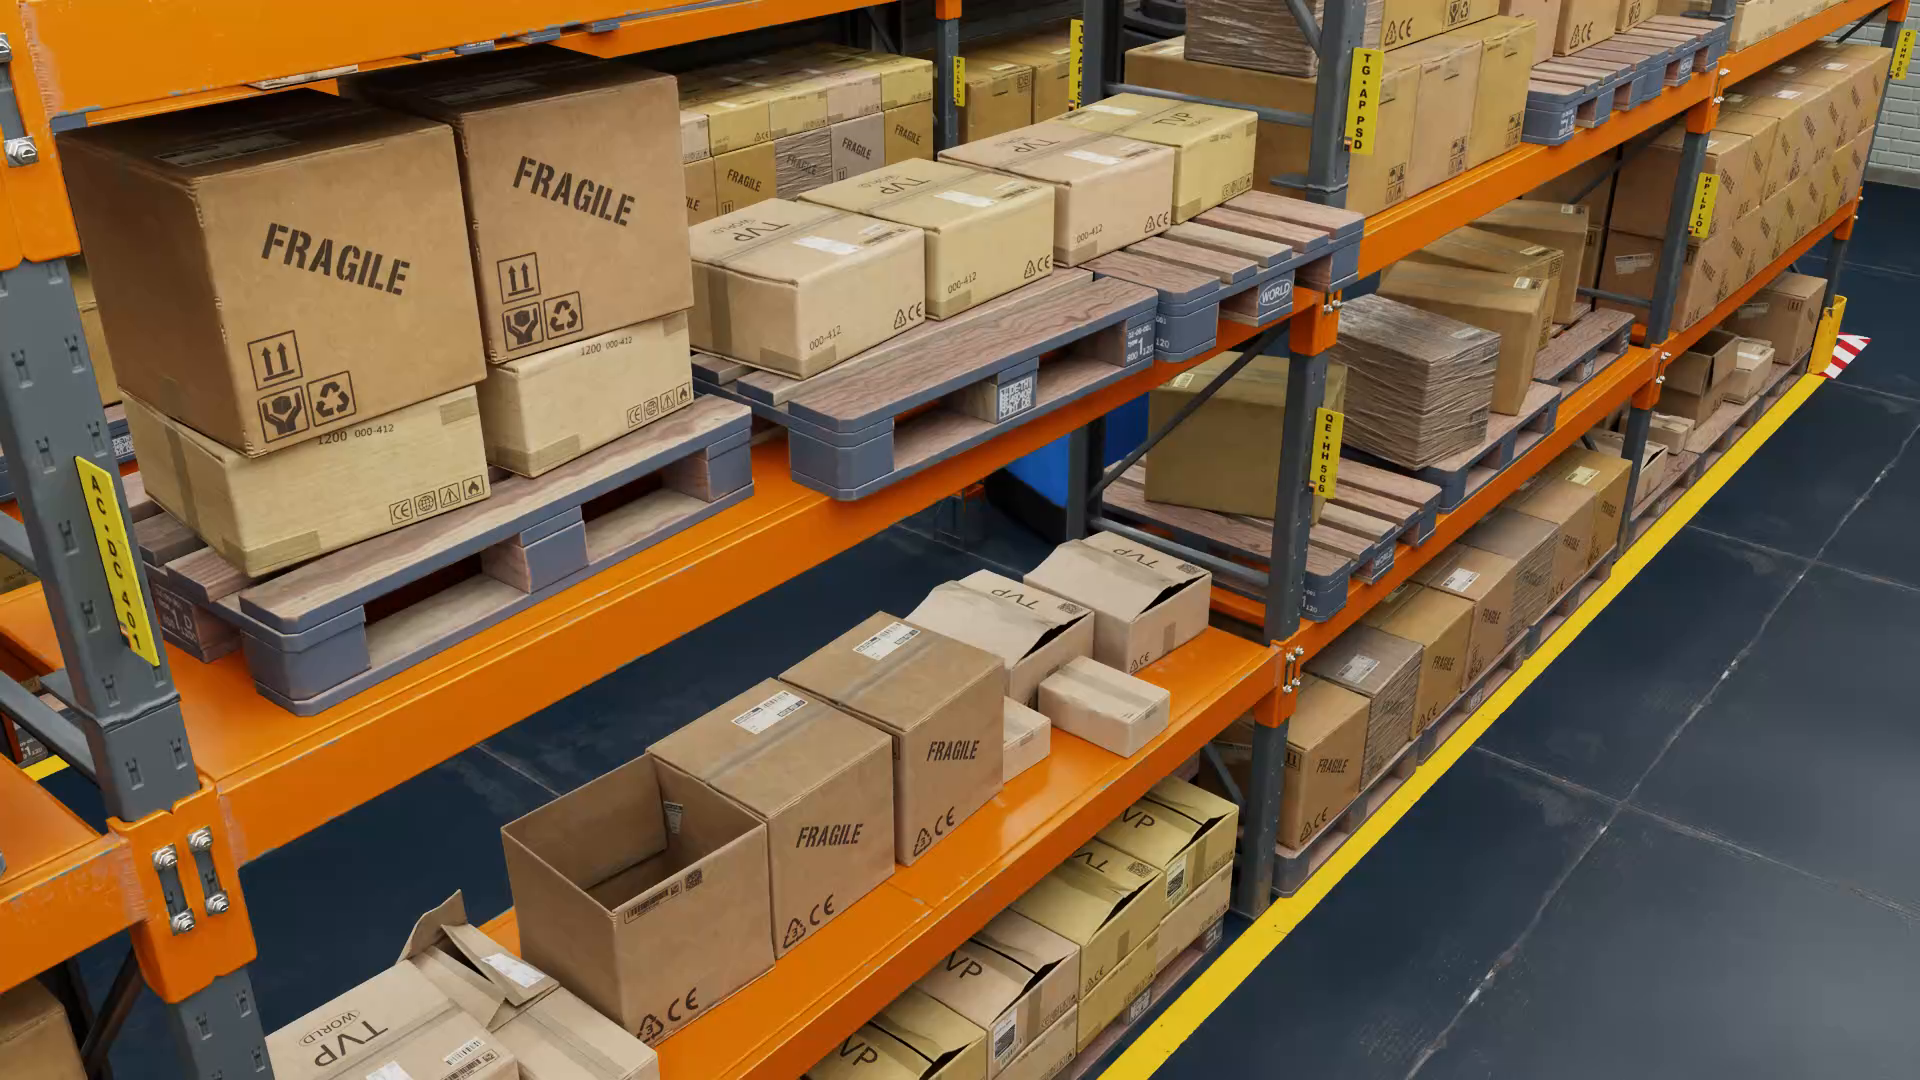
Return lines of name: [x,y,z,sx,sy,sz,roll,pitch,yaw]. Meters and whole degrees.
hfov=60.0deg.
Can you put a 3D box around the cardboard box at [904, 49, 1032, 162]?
cardboard box: [-0.076,-3.133,12.215,0.980,0.700,0.700,21,34,35]

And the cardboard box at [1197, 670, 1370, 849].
cardboard box: [1.357,0.889,7.008,0.500,0.500,0.500,22,35,36]

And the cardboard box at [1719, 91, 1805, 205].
cardboard box: [4.564,-2.304,9.743,0.500,0.500,0.500,20,33,33]

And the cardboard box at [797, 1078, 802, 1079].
cardboard box: [-0.591,1.823,4.887,0.500,0.311,0.500,19,33,33]

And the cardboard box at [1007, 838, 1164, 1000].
cardboard box: [0.379,1.282,5.933,0.500,0.311,0.500,20,34,34]

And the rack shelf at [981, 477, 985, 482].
rack shelf: [-0.009,-0.382,9.540,0.258,0.103,0.180,21,34,34]

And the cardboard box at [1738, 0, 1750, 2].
cardboard box: [3.893,-2.953,8.549,0.500,0.250,0.500,21,34,34]

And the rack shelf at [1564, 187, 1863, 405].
rack shelf: [4.664,-1.755,10.662,1.077,0.370,4.000,21,34,34]

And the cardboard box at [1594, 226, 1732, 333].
cardboard box: [3.926,-1.511,9.298,0.500,0.500,0.500,22,34,36]

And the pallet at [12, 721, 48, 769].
pallet: [-5.028,0.986,7.614,1.003,0.211,1.213,21,34,34]

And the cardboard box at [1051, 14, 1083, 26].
cardboard box: [1.340,-3.919,13.734,0.980,0.700,0.700,20,34,34]

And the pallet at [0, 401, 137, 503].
pallet: [-4.205,-0.595,7.844,1.003,0.211,1.213,21,34,34]

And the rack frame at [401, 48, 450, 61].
rack frame: [-2.978,-1.394,9.180,1.000,3.000,0.127,21,34,34]

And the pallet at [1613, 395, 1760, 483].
pallet: [4.605,-0.805,11.076,1.003,0.211,1.213,21,34,34]

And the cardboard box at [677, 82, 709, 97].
cardboard box: [-1.905,-2.693,10.421,0.500,0.250,0.500,20,33,33]

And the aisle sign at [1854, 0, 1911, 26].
aisle sign: [6.216,-3.873,11.143,0.394,0.787,0.004,21,34,34]

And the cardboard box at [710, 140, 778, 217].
cardboard box: [-1.489,-2.222,10.327,0.500,0.500,0.500,22,34,36]

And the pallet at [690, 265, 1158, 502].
pallet: [-0.224,-0.532,4.455,1.003,0.211,1.213,23,35,37]

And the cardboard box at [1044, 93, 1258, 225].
cardboard box: [0.602,-1.222,5.290,0.500,0.250,0.500,18,32,31]

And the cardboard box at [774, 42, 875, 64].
cardboard box: [-0.927,-3.244,11.485,0.500,0.250,0.500,22,35,36]

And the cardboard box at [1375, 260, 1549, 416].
cardboard box: [2.315,-0.952,7.760,0.700,0.500,0.500,12,30,22]

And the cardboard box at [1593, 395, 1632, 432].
cardboard box: [4.012,-0.918,10.707,0.500,0.311,0.500,21,34,34]

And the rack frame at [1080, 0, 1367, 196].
rack frame: [0.847,-2.612,5.006,1.000,3.000,0.127,21,34,34]

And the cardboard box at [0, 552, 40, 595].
cardboard box: [-4.461,-0.003,7.916,0.500,0.250,0.500,20,33,33]

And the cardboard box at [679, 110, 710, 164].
cardboard box: [-1.834,-2.367,9.791,0.500,0.250,0.500,21,34,35]

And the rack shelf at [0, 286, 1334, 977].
rack shelf: [-0.425,-0.251,4.489,1.077,0.370,4.000,21,34,34]

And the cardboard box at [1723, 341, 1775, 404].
cardboard box: [5.153,-1.165,11.252,0.500,0.250,0.500,21,34,34]

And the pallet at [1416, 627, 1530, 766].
pallet: [2.128,0.607,8.348,1.003,0.211,1.213,21,34,34]

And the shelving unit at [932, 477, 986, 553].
shelving unit: [-0.009,-0.528,9.464,0.258,1.200,0.189,21,34,34]

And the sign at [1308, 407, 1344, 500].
sign: [1.278,-0.301,5.807,0.100,0.325,0.005,21,34,34]

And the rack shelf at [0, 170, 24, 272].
rack shelf: [-2.969,0.012,1.151,1.077,0.370,4.000,21,34,34]

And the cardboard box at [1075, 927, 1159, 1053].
cardboard box: [0.376,1.529,6.066,0.500,0.250,0.500,20,34,34]

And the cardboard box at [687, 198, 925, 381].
cardboard box: [-0.434,-0.642,4.167,0.500,0.250,0.500,18,32,30]

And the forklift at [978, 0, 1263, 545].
forklift: [1.648,-1.734,9.911,3.031,2.935,1.130,-15,31,-26]

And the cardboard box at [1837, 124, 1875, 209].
cardboard box: [5.861,-2.590,11.383,0.500,0.500,0.500,22,35,36]

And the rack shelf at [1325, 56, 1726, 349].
rack shelf: [2.119,-1.669,7.231,1.077,0.370,4.000,21,34,34]

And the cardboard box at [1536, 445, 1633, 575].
cardboard box: [3.299,-0.192,9.099,0.500,0.500,0.500,21,34,34]

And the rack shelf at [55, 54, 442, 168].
rack shelf: [-4.250,-1.698,7.286,1.077,0.370,4.000,21,34,34]

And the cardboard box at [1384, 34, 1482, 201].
cardboard box: [1.423,-1.670,6.339,0.910,0.500,0.500,21,34,34]

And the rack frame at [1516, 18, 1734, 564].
rack frame: [3.392,-1.366,9.126,1.000,3.000,0.127,21,34,34]

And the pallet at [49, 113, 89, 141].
pallet: [-4.390,-1.781,6.868,1.213,0.211,1.003,21,34,34]

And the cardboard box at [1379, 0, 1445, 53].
cardboard box: [1.454,-2.102,6.087,0.500,0.500,0.500,21,34,34]

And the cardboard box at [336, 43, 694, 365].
cardboard box: [-0.930,-0.730,3.523,0.500,0.500,0.500,-25,36,-39]

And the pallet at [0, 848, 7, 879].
pallet: [-2.220,0.488,2.375,1.003,0.211,1.213,21,34,34]

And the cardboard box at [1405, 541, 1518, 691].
cardboard box: [2.337,0.339,8.071,0.500,0.500,0.500,19,33,33]

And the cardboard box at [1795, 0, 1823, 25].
cardboard box: [4.532,-3.085,9.347,0.500,0.250,0.500,21,34,34]

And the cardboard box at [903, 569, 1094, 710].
cardboard box: [0.129,0.352,5.901,0.500,0.311,0.500,20,34,34]

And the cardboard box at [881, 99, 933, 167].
cardboard box: [-0.532,-2.760,11.367,0.500,0.500,0.500,20,33,34]

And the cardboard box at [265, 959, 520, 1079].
cardboard box: [-1.418,1.350,4.039,0.500,0.250,0.500,23,35,37]

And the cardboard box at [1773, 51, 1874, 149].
cardboard box: [5.544,-2.855,10.807,0.500,0.500,0.500,22,34,36]

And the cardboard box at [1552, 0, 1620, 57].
cardboard box: [2.607,-2.573,7.519,0.600,0.600,0.600,20,34,34]

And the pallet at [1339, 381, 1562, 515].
pallet: [2.081,-0.553,7.764,1.003,0.211,1.213,21,34,34]

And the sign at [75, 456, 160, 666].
sign: [-1.268,0.035,2.504,0.100,0.325,0.005,21,34,34]

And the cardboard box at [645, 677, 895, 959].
cardboard box: [-0.542,0.794,4.841,0.500,0.500,0.500,21,34,34]

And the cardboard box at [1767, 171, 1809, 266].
cardboard box: [4.891,-2.051,10.342,0.500,0.500,0.500,20,34,34]
